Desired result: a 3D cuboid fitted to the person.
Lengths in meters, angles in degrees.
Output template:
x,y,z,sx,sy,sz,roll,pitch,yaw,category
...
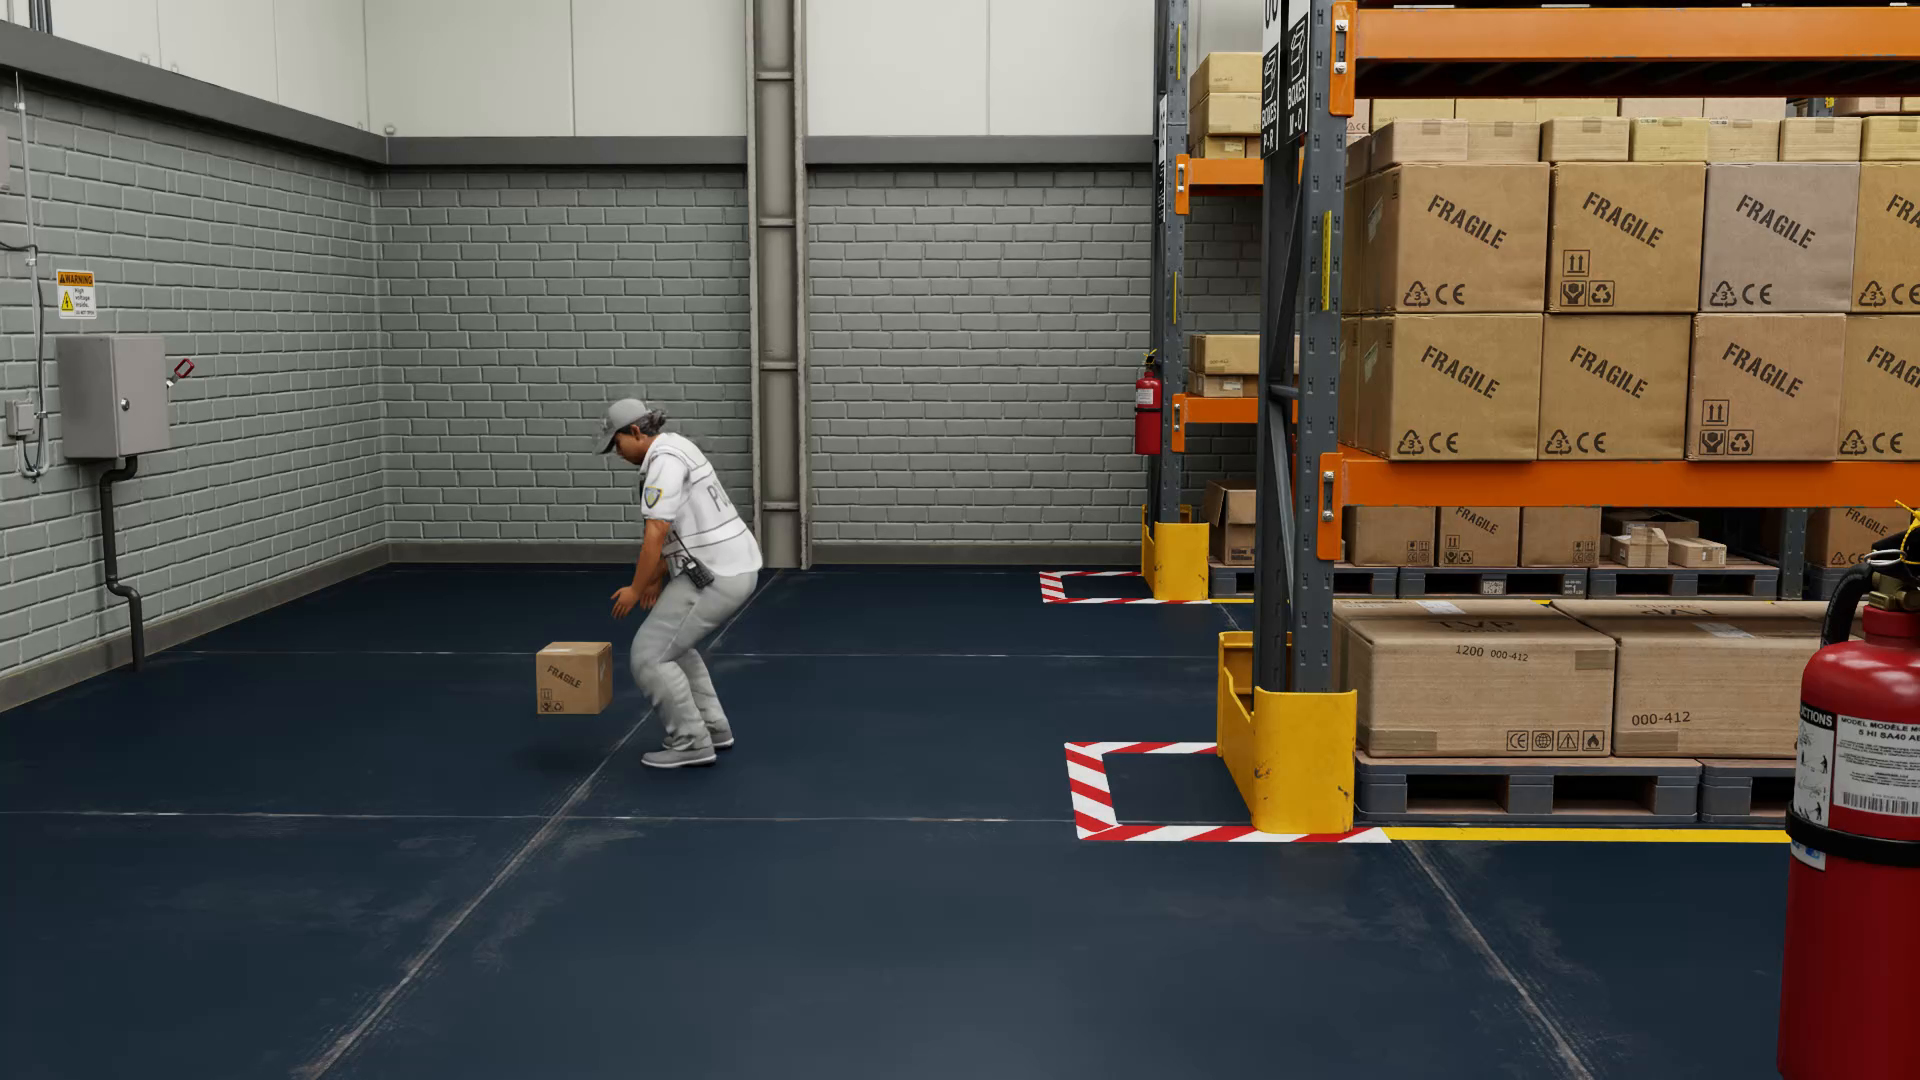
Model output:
x,y,z,sx,sy,sz,roll,pitch,yaw,category
-1.137,0.169,6.731,0.652,1.480,0.528,0,7,2,person
